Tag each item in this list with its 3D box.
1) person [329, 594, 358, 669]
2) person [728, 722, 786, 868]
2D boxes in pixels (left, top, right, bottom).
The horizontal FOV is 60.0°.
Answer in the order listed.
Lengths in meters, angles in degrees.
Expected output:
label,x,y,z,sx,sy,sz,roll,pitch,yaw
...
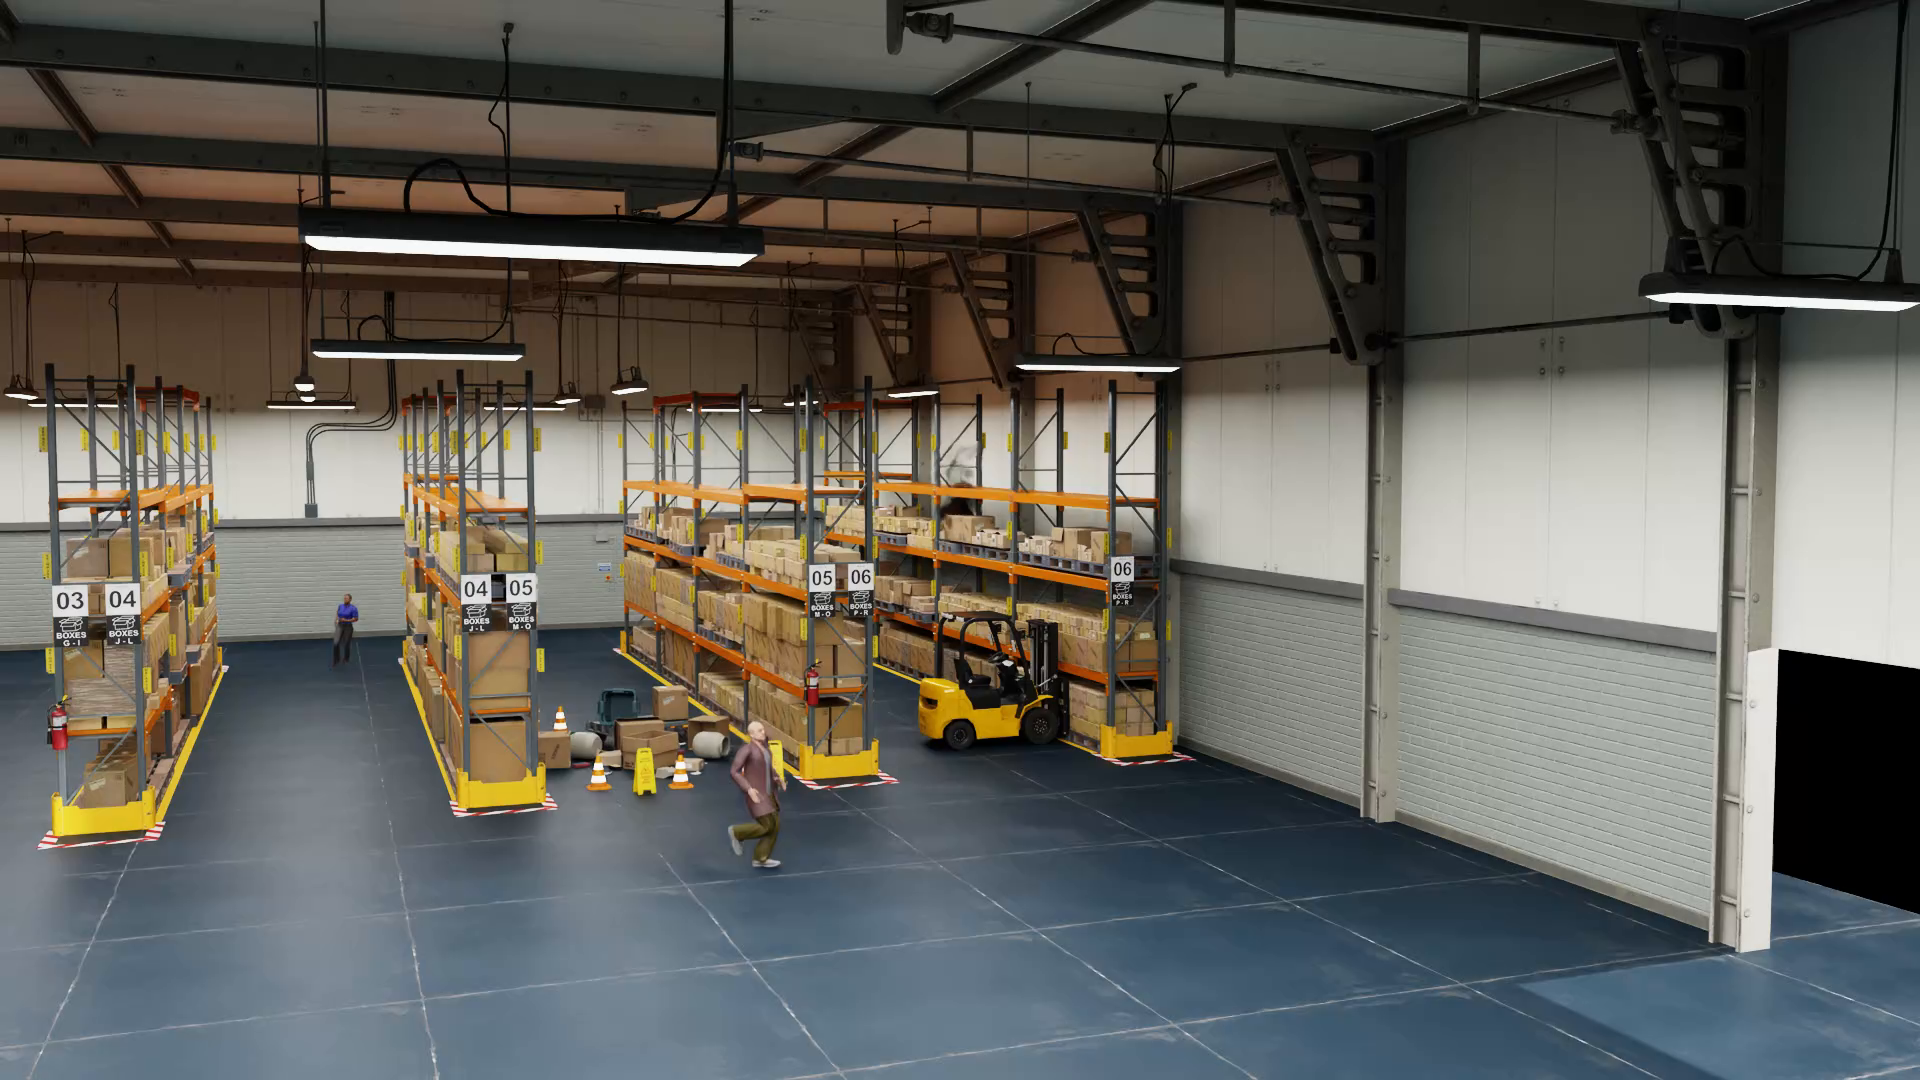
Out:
label,x,y,z,sx,sy,sz,roll,pitch,yaw
person,-13.688,2.036,37.116,0.607,1.701,0.706,0,3,-2
person,-2.393,3.002,19.617,0.630,1.730,0.724,2,4,26
